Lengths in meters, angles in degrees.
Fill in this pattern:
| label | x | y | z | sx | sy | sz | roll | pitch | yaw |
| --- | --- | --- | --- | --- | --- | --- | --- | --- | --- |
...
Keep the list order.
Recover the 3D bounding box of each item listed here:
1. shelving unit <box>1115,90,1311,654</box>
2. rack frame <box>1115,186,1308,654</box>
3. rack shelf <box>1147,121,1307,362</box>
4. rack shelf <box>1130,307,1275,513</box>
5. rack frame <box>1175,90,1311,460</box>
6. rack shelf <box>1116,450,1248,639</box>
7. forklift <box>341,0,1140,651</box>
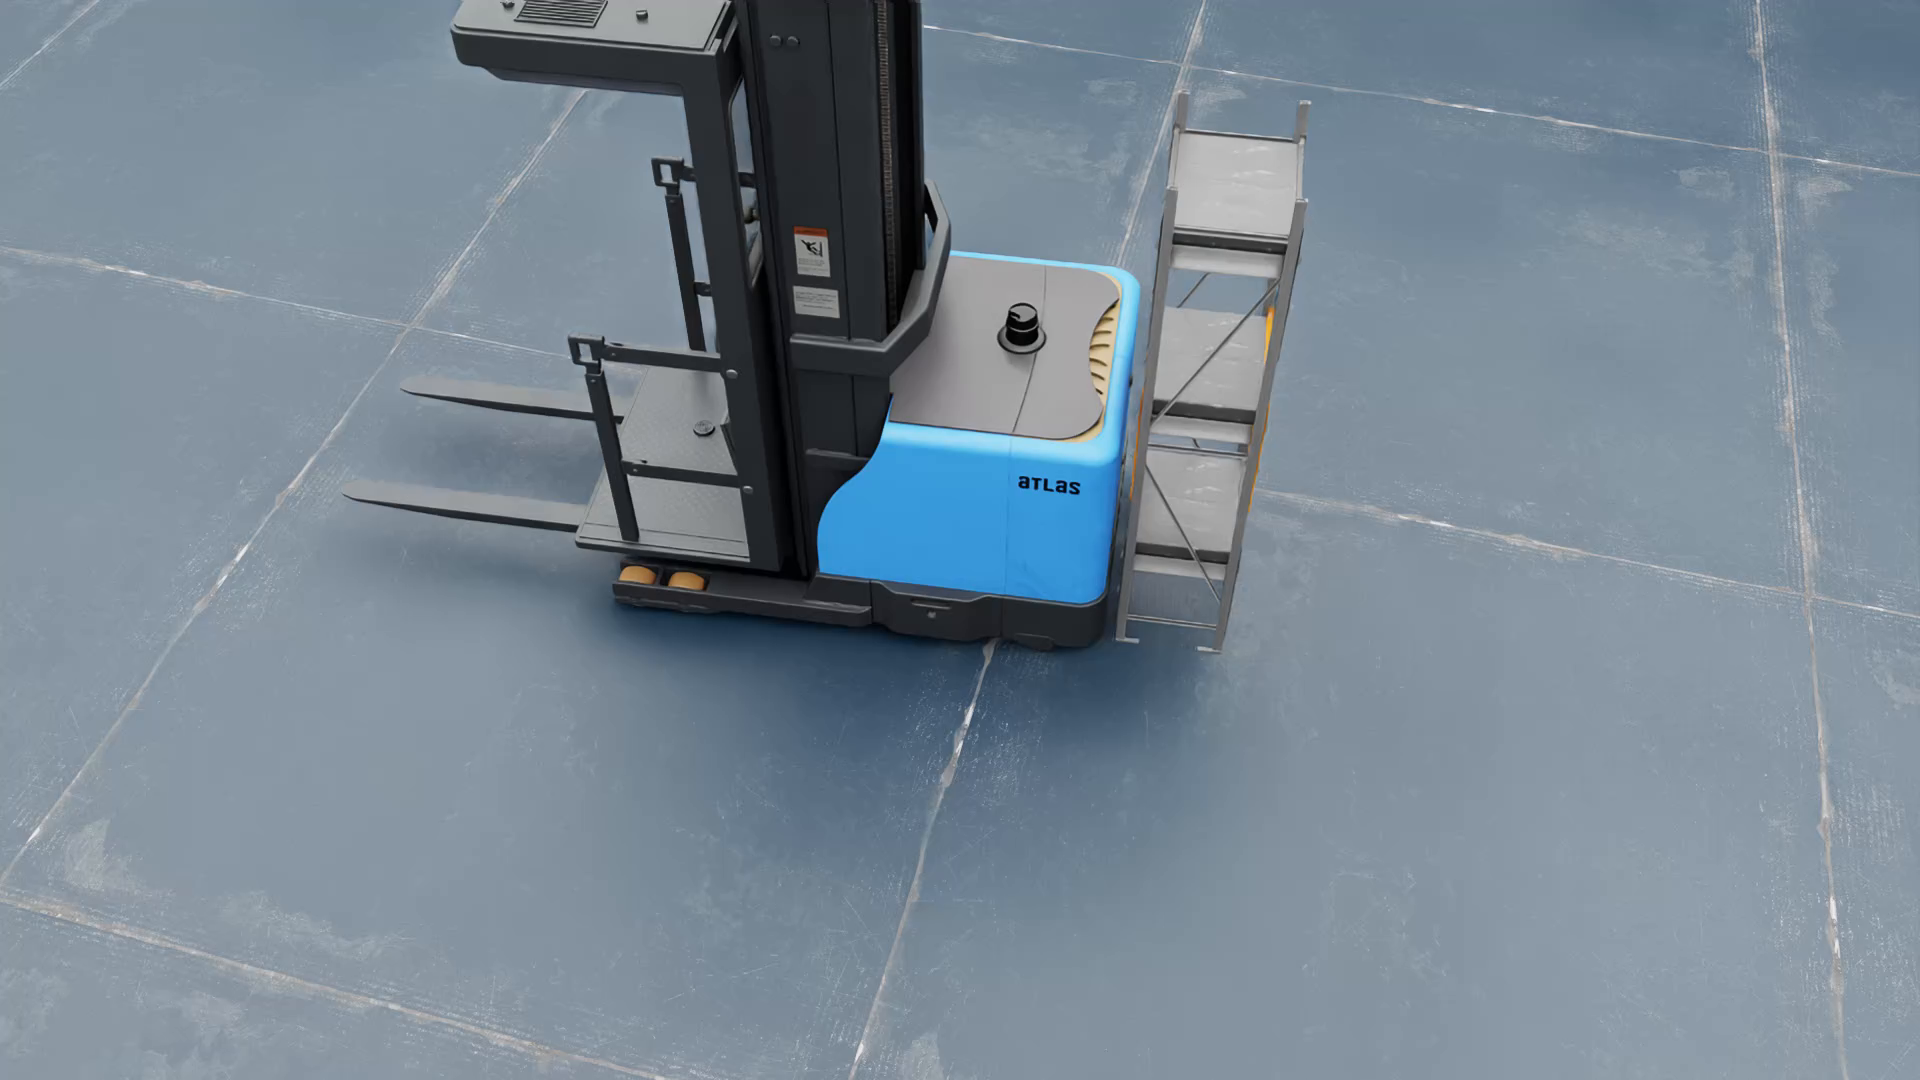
| label | x | y | z | sx | sy | sz | roll | pitch | yaw |
| --- | --- | --- | --- | --- | --- | --- | --- | --- | --- |
| shelving unit | 0.828 | -0.472 | 5.685 | 0.431 | 2.100 | 0.503 | 7 | 49 | 6 |
| rack frame | 0.790 | -0.292 | 5.526 | 0.400 | 2.100 | 0.015 | 7 | 49 | 6 |
| rack shelf | 0.828 | -0.927 | 5.171 | 0.431 | 0.518 | 0.480 | 7 | 49 | 6 |
| rack shelf | 0.828 | -0.463 | 5.696 | 0.431 | 0.518 | 0.480 | 7 | 49 | 6 |
| rack frame | 0.866 | -0.653 | 5.845 | 0.400 | 2.100 | 0.015 | 7 | 49 | 6 |
| rack shelf | 0.828 | 0.000 | 6.220 | 0.431 | 0.518 | 0.480 | 7 | 49 | 6 |
| forklift | -0.886 | -1.075 | 5.663 | 3.031 | 2.935 | 1.130 | 7 | 49 | 6 |
